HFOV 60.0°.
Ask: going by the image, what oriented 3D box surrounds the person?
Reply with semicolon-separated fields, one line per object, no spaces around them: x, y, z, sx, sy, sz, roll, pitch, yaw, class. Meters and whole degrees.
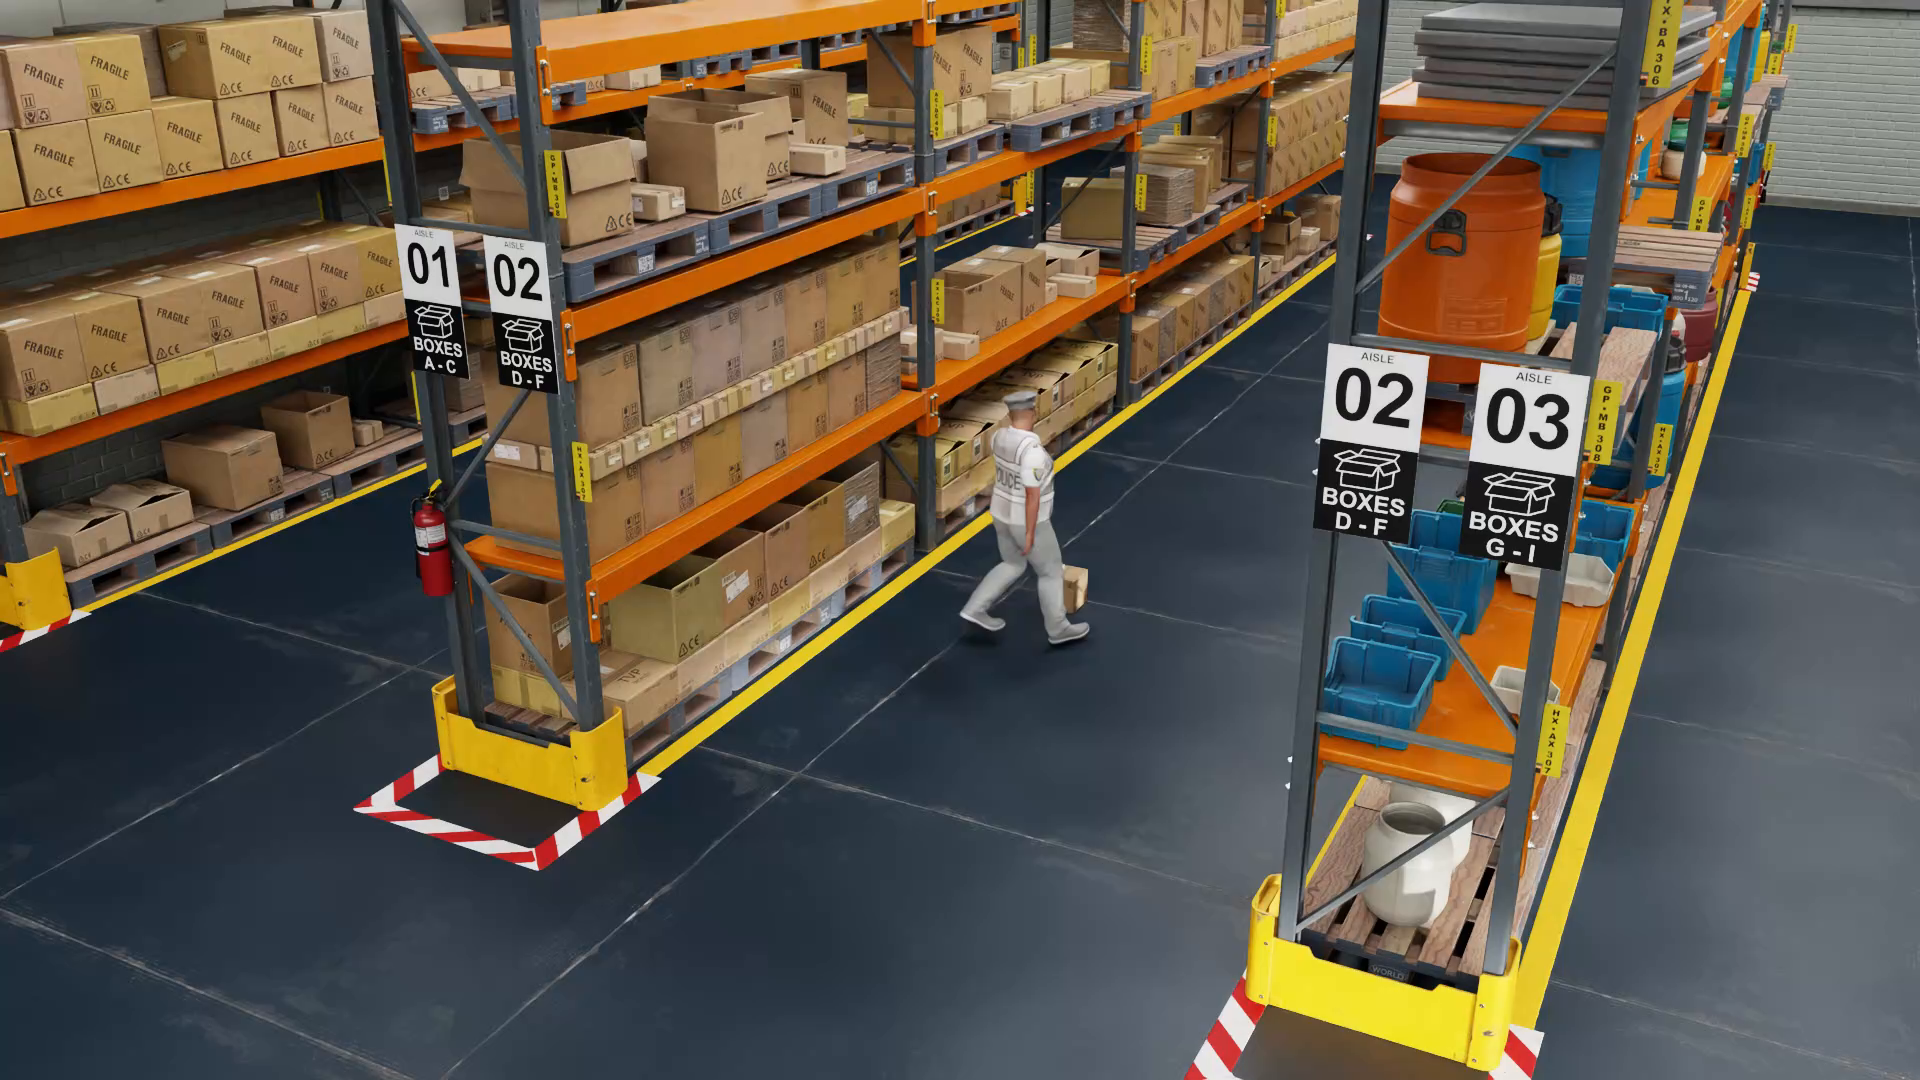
0.435;-0.147;11.096;0.783;1.709;0.579;-14;26;-30;person
